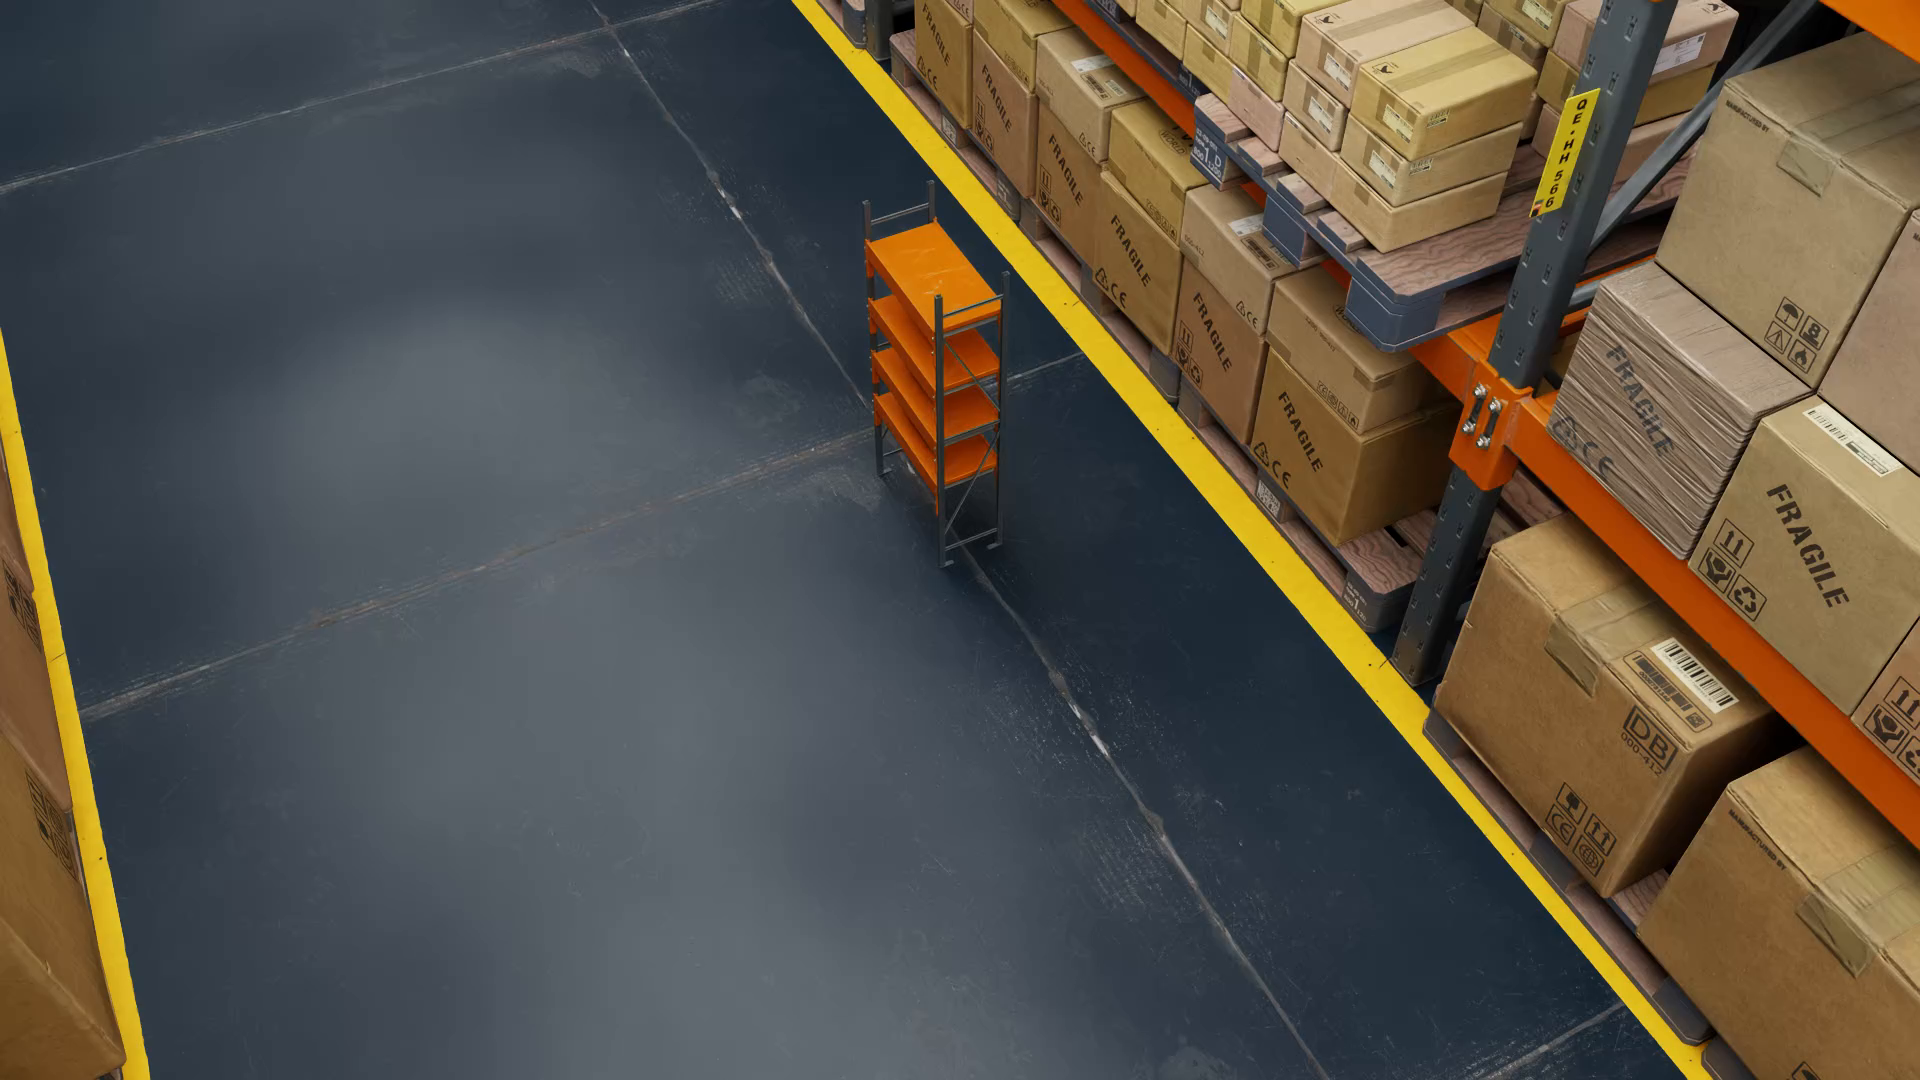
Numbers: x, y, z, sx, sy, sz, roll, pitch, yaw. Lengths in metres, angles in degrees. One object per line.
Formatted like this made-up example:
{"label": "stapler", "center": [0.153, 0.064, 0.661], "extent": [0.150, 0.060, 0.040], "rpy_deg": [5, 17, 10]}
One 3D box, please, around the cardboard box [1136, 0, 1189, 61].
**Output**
{"label": "cardboard box", "center": [0.766, -1.636, 5.076], "extent": [0.380, 0.149, 0.250], "rpy_deg": [-23, 53, -19]}

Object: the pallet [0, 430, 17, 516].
{"label": "pallet", "center": [-4.001, -0.350, 5.916], "extent": [1.003, 0.211, 1.213], "rpy_deg": [-21, 52, -18]}

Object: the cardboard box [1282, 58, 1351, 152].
{"label": "cardboard box", "center": [1.111, -1.227, 4.521], "extent": [0.380, 0.149, 0.250], "rpy_deg": [-19, 52, -16]}

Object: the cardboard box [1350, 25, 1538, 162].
{"label": "cardboard box", "center": [1.233, -1.143, 4.250], "extent": [0.380, 0.149, 0.250], "rpy_deg": [-23, 53, -19]}

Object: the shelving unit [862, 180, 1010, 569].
{"label": "shelving unit", "center": [-0.076, -0.506, 5.395], "extent": [0.258, 1.200, 0.503], "rpy_deg": [-21, 52, -18]}

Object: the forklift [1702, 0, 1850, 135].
{"label": "forklift", "center": [3.394, -2.158, 5.690], "extent": [3.031, 2.935, 1.130], "rpy_deg": [10, 50, 8]}

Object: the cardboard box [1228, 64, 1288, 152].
{"label": "cardboard box", "center": [1.001, -1.288, 4.772], "extent": [0.380, 0.149, 0.250], "rpy_deg": [-20, 52, -17]}

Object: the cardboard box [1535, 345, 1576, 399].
{"label": "cardboard box", "center": [1.768, -0.598, 5.662], "extent": [0.500, 0.500, 0.500], "rpy_deg": [-23, 53, -19]}

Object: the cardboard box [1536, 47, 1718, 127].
{"label": "cardboard box", "center": [1.823, -1.268, 4.556], "extent": [0.380, 0.149, 0.250], "rpy_deg": [-19, 52, -16]}

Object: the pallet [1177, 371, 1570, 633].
{"label": "pallet", "center": [1.509, -0.327, 5.896], "extent": [1.003, 0.211, 1.213], "rpy_deg": [-21, 52, -18]}

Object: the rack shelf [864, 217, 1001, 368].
{"label": "rack shelf", "center": [-0.076, -0.764, 5.099], "extent": [0.258, 0.148, 0.480], "rpy_deg": [-21, 52, -18]}

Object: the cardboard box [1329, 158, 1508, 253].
{"label": "cardboard box", "center": [1.231, -0.949, 4.475], "extent": [0.380, 0.149, 0.250], "rpy_deg": [-20, 52, -17]}

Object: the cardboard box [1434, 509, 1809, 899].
{"label": "cardboard box", "center": [2.064, 0.319, 4.694], "extent": [1.050, 0.750, 0.750], "rpy_deg": [-22, 52, -18]}

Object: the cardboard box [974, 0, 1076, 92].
{"label": "cardboard box", "center": [0.384, -2.020, 6.407], "extent": [0.500, 0.250, 0.500], "rpy_deg": [-20, 52, -17]}

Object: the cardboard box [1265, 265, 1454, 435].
{"label": "cardboard box", "center": [1.319, -0.651, 5.210], "extent": [0.500, 0.250, 0.500], "rpy_deg": [-22, 52, -18]}

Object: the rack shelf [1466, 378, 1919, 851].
{"label": "rack shelf", "center": [2.781, 0.854, 3.489], "extent": [1.077, 0.370, 4.000], "rpy_deg": [-21, 52, -18]}

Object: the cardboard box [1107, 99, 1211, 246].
{"label": "cardboard box", "center": [0.860, -1.331, 5.805], "extent": [0.500, 0.250, 0.500], "rpy_deg": [-20, 52, -17]}

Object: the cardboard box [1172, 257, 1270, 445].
{"label": "cardboard box", "center": [1.098, -0.736, 5.783], "extent": [0.500, 0.500, 0.500], "rpy_deg": [-19, 52, -16]}

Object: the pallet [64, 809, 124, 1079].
{"label": "pallet", "center": [-2.885, 1.283, 4.487], "extent": [1.003, 0.211, 1.213], "rpy_deg": [-21, 52, -18]}

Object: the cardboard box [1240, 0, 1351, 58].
{"label": "cardboard box", "center": [1.001, -1.487, 4.551], "extent": [0.380, 0.149, 0.250], "rpy_deg": [-20, 52, -16]}

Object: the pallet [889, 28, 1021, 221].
{"label": "pallet", "center": [0.393, -1.960, 7.324], "extent": [1.003, 0.211, 1.213], "rpy_deg": [-21, 52, -18]}

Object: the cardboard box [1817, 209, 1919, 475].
{"label": "cardboard box", "center": [2.295, -0.442, 3.413], "extent": [0.700, 0.500, 0.500], "rpy_deg": [-22, 52, -18]}

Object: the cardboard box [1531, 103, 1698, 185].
{"label": "cardboard box", "center": [1.840, -1.146, 4.648], "extent": [0.380, 0.149, 0.250], "rpy_deg": [-22, 52, -18]}

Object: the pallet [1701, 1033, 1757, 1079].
{"label": "pallet", "center": [2.713, 1.565, 4.241], "extent": [1.003, 0.211, 1.213], "rpy_deg": [-21, 52, -18]}

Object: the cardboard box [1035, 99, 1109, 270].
{"label": "cardboard box", "center": [0.633, -1.429, 6.389], "extent": [0.500, 0.500, 0.500], "rpy_deg": [-20, 52, -17]}

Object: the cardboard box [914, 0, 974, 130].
{"label": "cardboard box", "center": [0.137, -2.128, 7.000], "extent": [0.500, 0.500, 0.500], "rpy_deg": [-19, 52, -16]}

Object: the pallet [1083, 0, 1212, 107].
{"label": "pallet", "center": [0.923, -1.969, 5.607], "extent": [1.003, 0.211, 1.213], "rpy_deg": [-21, 52, -18]}

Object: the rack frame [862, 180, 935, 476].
{"label": "rack frame", "center": [-0.187, -0.669, 5.538], "extent": [0.240, 1.200, 0.015], "rpy_deg": [-21, 52, -18]}

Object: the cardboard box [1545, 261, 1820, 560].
{"label": "cardboard box", "center": [1.831, -0.361, 4.007], "extent": [0.500, 0.500, 0.500], "rpy_deg": [-21, 52, -17]}

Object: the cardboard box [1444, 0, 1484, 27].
{"label": "cardboard box", "center": [1.572, -1.626, 4.870], "extent": [0.380, 0.149, 0.250], "rpy_deg": [-23, 53, -19]}

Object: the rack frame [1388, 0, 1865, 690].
{"label": "rack frame", "center": [1.865, -0.722, 4.389], "extent": [1.000, 3.000, 0.127], "rpy_deg": [-21, 52, -18]}

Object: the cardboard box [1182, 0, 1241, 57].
{"label": "cardboard box", "center": [0.874, -1.570, 4.821], "extent": [0.380, 0.149, 0.250], "rpy_deg": [-21, 52, -17]}

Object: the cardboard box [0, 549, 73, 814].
{"label": "cardboard box", "center": [-3.289, 0.412, 4.529], "extent": [1.225, 0.875, 0.875], "rpy_deg": [-21, 52, -17]}

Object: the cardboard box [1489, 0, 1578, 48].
{"label": "cardboard box", "center": [1.701, -1.528, 4.586], "extent": [0.380, 0.149, 0.250], "rpy_deg": [-22, 53, -18]}

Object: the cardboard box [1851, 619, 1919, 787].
{"label": "cardboard box", "center": [2.296, 0.316, 3.415], "extent": [0.500, 0.500, 0.500], "rpy_deg": [-21, 52, -18]}

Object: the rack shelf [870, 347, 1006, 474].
{"label": "rack shelf", "center": [-0.076, -0.462, 5.446], "extent": [0.258, 0.148, 0.480], "rpy_deg": [-21, 52, -18]}
